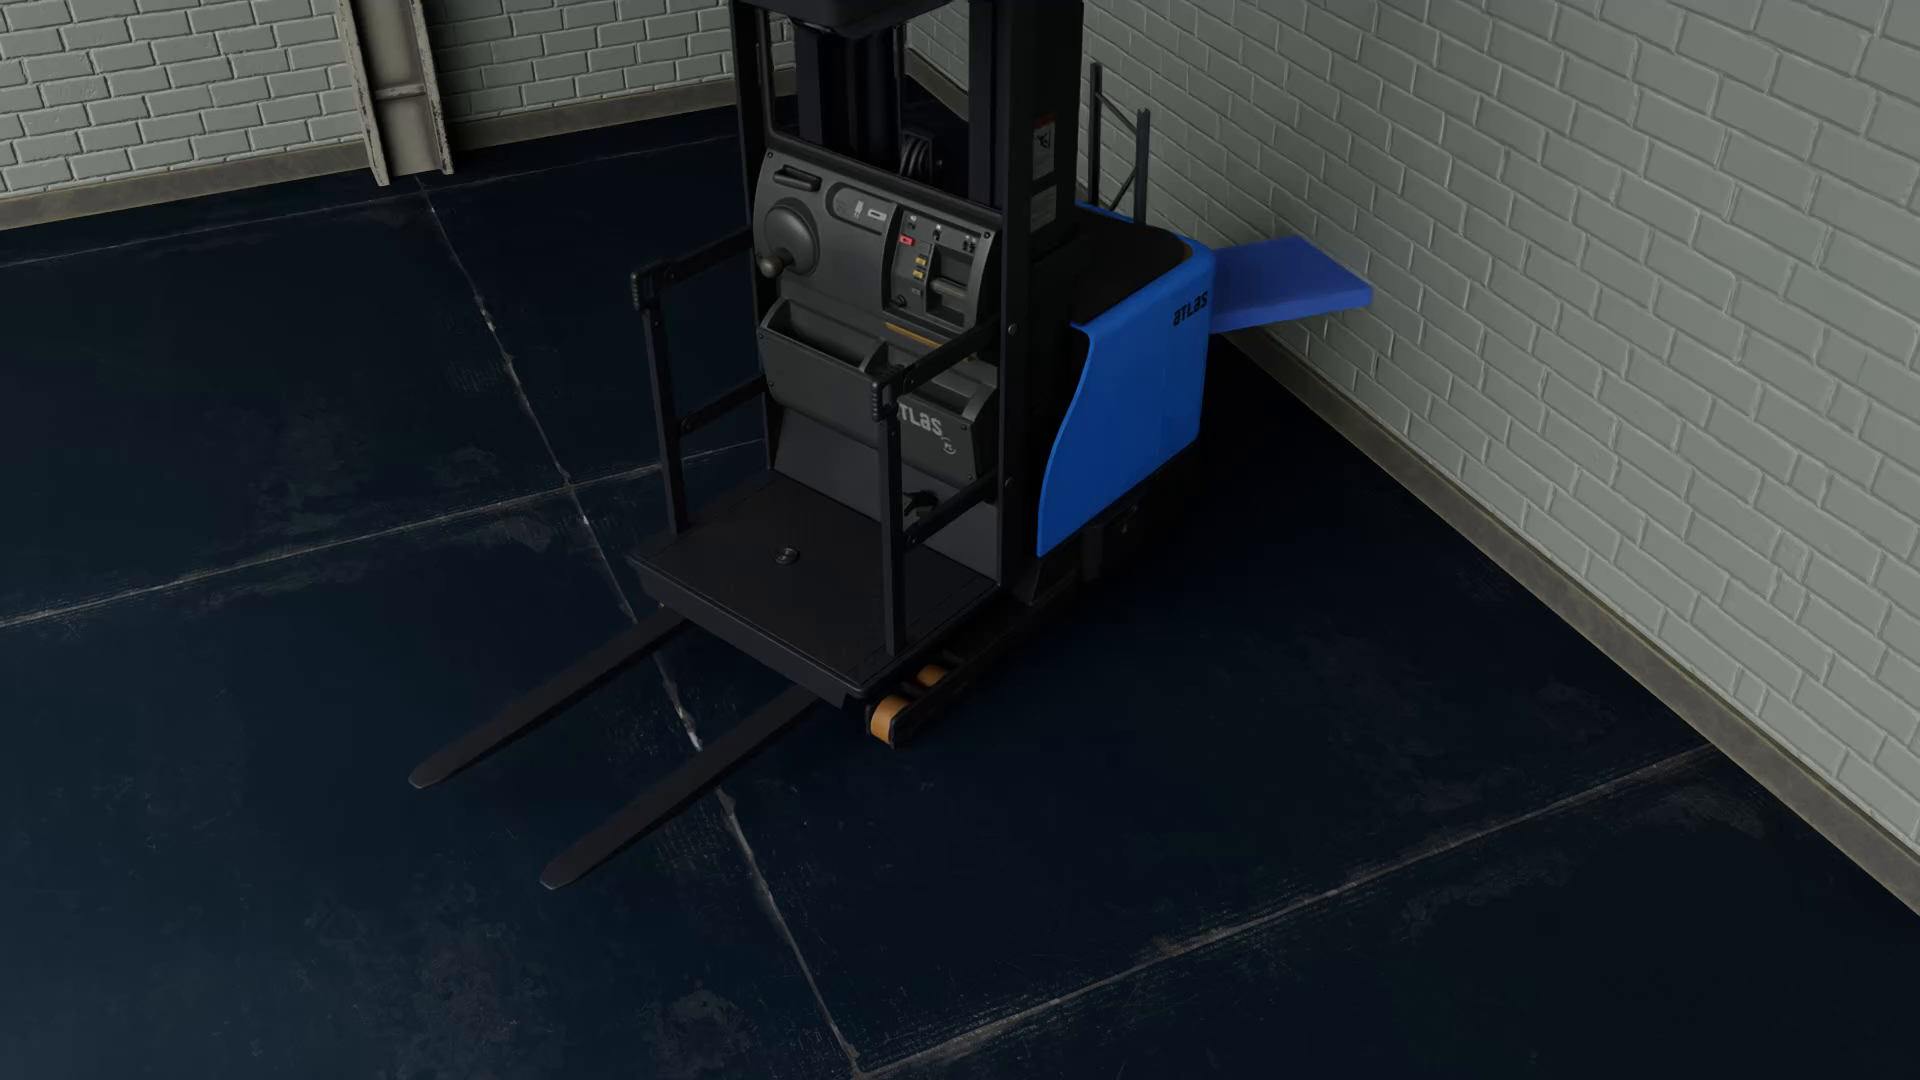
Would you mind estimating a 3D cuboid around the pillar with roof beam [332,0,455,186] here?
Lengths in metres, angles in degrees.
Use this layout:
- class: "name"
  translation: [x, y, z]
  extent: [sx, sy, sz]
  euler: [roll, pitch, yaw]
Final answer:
- class: "pillar with roof beam"
  translation: [-1.117, -3.290, 3.132]
  extent: [0.400, 9.000, 9.100]
  euler: [-16, 39, -20]

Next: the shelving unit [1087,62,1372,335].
- class: "shelving unit"
  translation: [1.070, -1.109, 6.465]
  extent: [1.048, 1.500, 0.538]
  euler: [-12, 38, -13]

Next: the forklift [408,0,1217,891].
- class: "forklift"
  translation: [-0.410, -0.854, 4.941]
  extent: [1.130, 2.935, 3.031]
  euler: [26, 44, 31]

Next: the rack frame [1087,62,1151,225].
- class: "rack frame"
  translation: [0.585, -1.008, 6.351]
  extent: [0.032, 1.500, 0.500]
  euler: [-12, 38, -13]

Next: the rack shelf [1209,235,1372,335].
- class: "rack shelf"
  translation: [1.075, -0.965, 6.573]
  extent: [1.000, 0.185, 0.538]
  euler: [-12, 38, -13]
